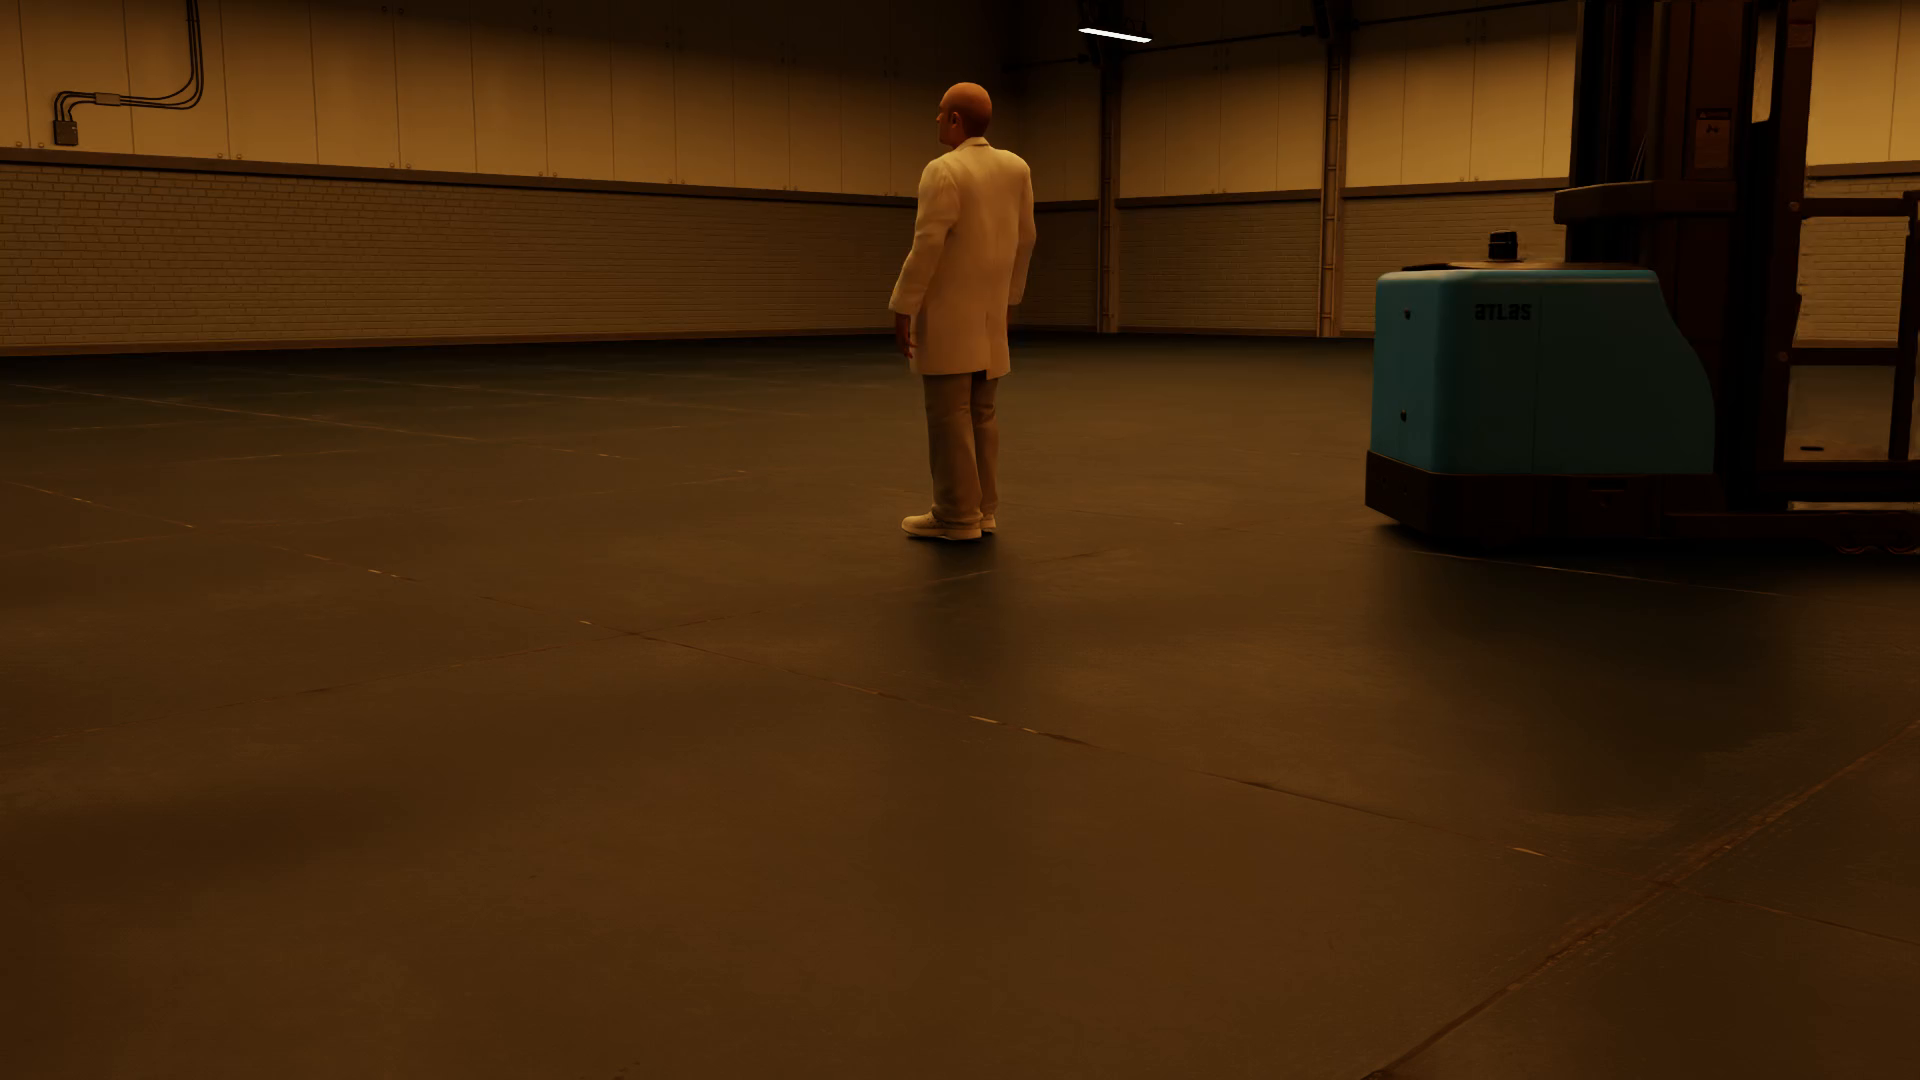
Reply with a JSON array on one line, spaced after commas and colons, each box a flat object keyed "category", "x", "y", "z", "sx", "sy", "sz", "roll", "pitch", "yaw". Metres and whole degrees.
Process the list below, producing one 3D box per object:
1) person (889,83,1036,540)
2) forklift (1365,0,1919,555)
[{"category": "person", "x": -0.063, "y": -0.896, "z": 6.650, "sx": 0.578, "sy": 1.777, "sz": 0.696, "roll": 8, "pitch": 12, "yaw": 43}, {"category": "forklift", "x": 3.288, "y": -1.471, "z": 6.640, "sx": 3.031, "sy": 2.935, "sz": 1.130, "roll": 0, "pitch": 9, "yaw": -2}]
